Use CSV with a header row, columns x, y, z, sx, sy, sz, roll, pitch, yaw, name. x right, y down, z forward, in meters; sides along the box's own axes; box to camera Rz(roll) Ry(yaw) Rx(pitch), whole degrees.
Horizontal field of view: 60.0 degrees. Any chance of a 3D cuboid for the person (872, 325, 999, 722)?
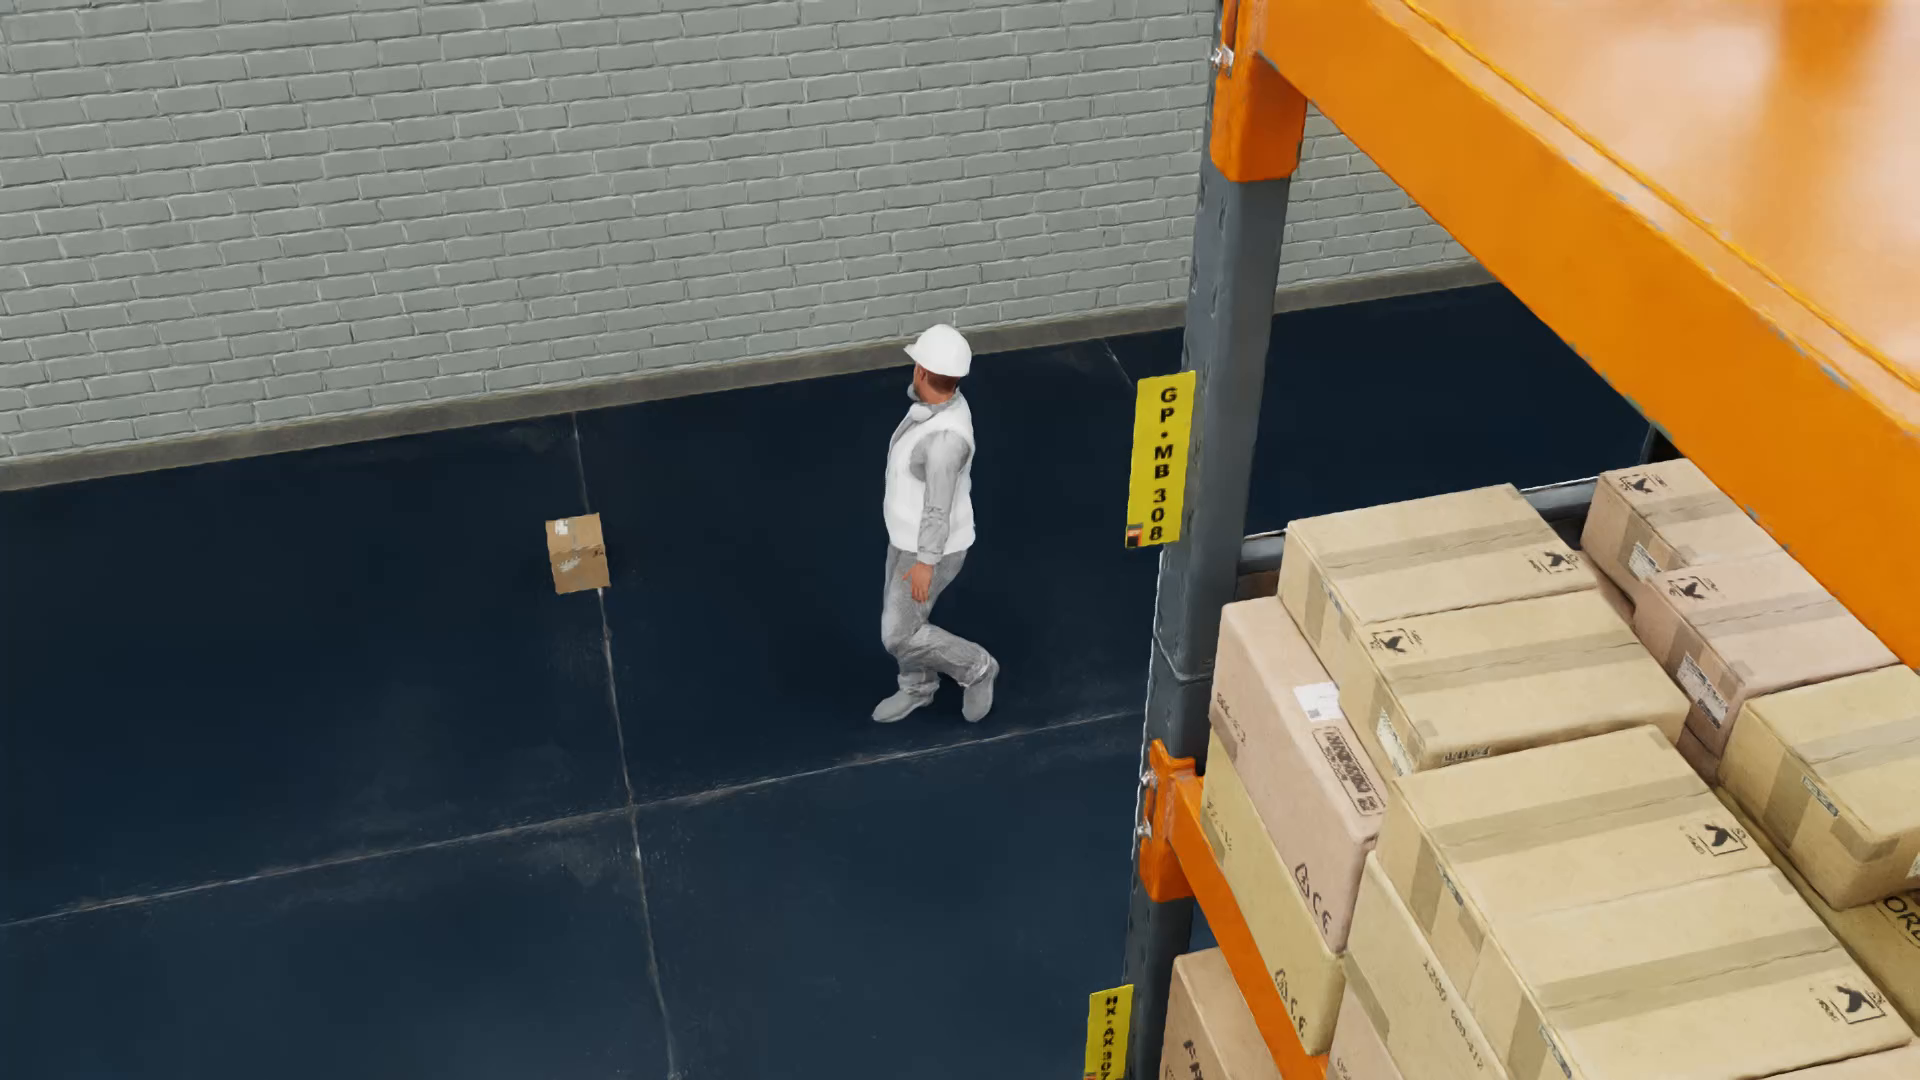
x,y,z,sx,sy,sz,roll,pitch,yaw,name
-0.139,-0.031,6.700,0.536,1.743,0.593,-8,39,-10,person
